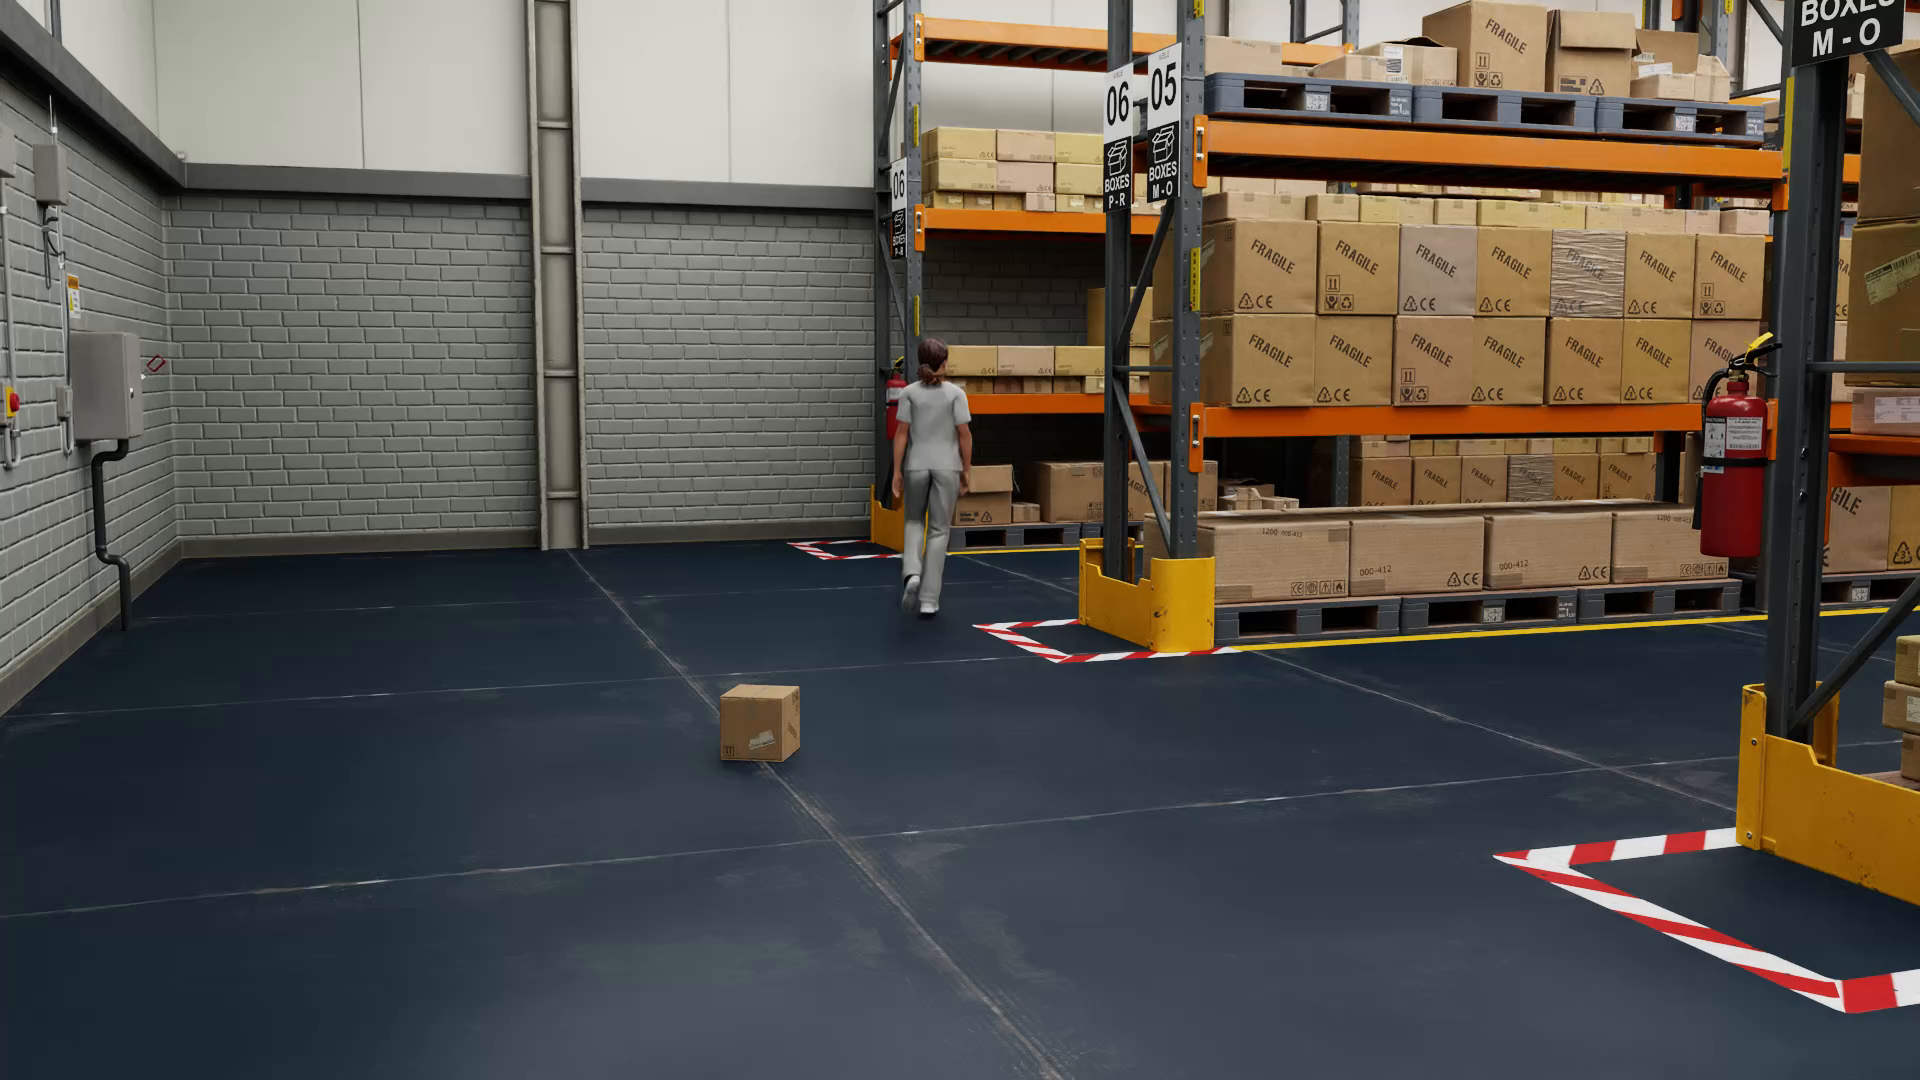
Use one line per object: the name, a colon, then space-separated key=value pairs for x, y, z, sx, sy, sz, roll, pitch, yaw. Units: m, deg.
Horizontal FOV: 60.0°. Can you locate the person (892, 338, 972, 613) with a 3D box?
person: x=-0.161 y=-0.385 z=10.148 sx=0.484 sy=1.679 sz=0.470 roll=1 pitch=6 yaw=8
